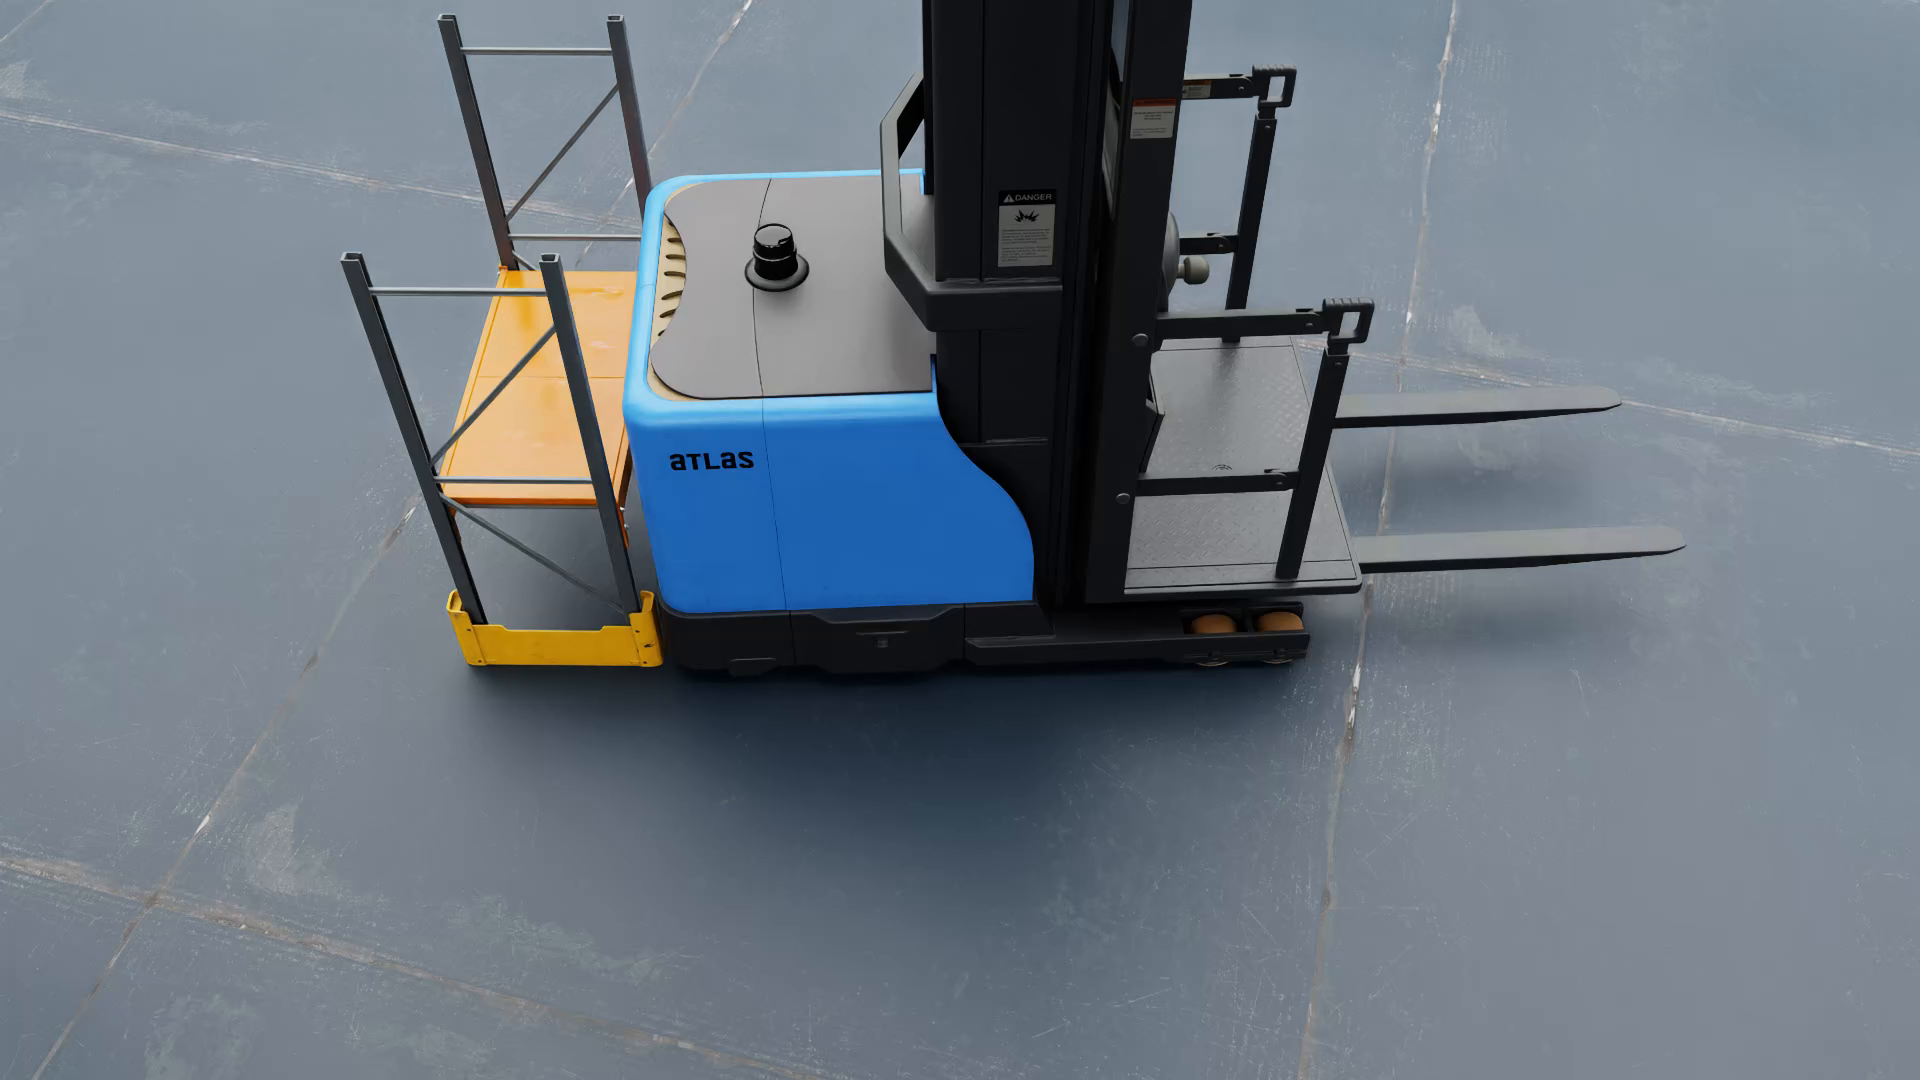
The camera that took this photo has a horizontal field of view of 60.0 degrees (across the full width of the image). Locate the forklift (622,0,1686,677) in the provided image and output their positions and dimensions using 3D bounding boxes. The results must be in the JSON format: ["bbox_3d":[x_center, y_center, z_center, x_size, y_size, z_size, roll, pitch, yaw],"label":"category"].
[{"bbox_3d":[0.630,-0.995,4.173,3.031,2.935,1.130,-2,49,-2],"label":"forklift"}]

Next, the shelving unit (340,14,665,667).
[{"bbox_3d":[-1.167,-0.529,4.716,0.587,1.500,1.083,0,49,0],"label":"shelving unit"}]

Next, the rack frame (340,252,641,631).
[{"bbox_3d":[-1.173,-0.155,4.386,0.500,1.500,0.032,0,49,0],"label":"rack frame"}]

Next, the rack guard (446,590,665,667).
[{"bbox_3d":[-1.173,0.258,4.856,0.587,0.250,0.087,0,49,0],"label":"rack guard"}]

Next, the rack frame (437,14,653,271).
[{"bbox_3d":[-1.161,-0.917,5.059,0.500,1.500,0.032,0,49,0],"label":"rack frame"}]

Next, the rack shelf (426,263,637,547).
[{"bbox_3d":[-1.167,-0.417,4.857,0.538,0.185,1.000,0,49,0],"label":"rack shelf"}]
